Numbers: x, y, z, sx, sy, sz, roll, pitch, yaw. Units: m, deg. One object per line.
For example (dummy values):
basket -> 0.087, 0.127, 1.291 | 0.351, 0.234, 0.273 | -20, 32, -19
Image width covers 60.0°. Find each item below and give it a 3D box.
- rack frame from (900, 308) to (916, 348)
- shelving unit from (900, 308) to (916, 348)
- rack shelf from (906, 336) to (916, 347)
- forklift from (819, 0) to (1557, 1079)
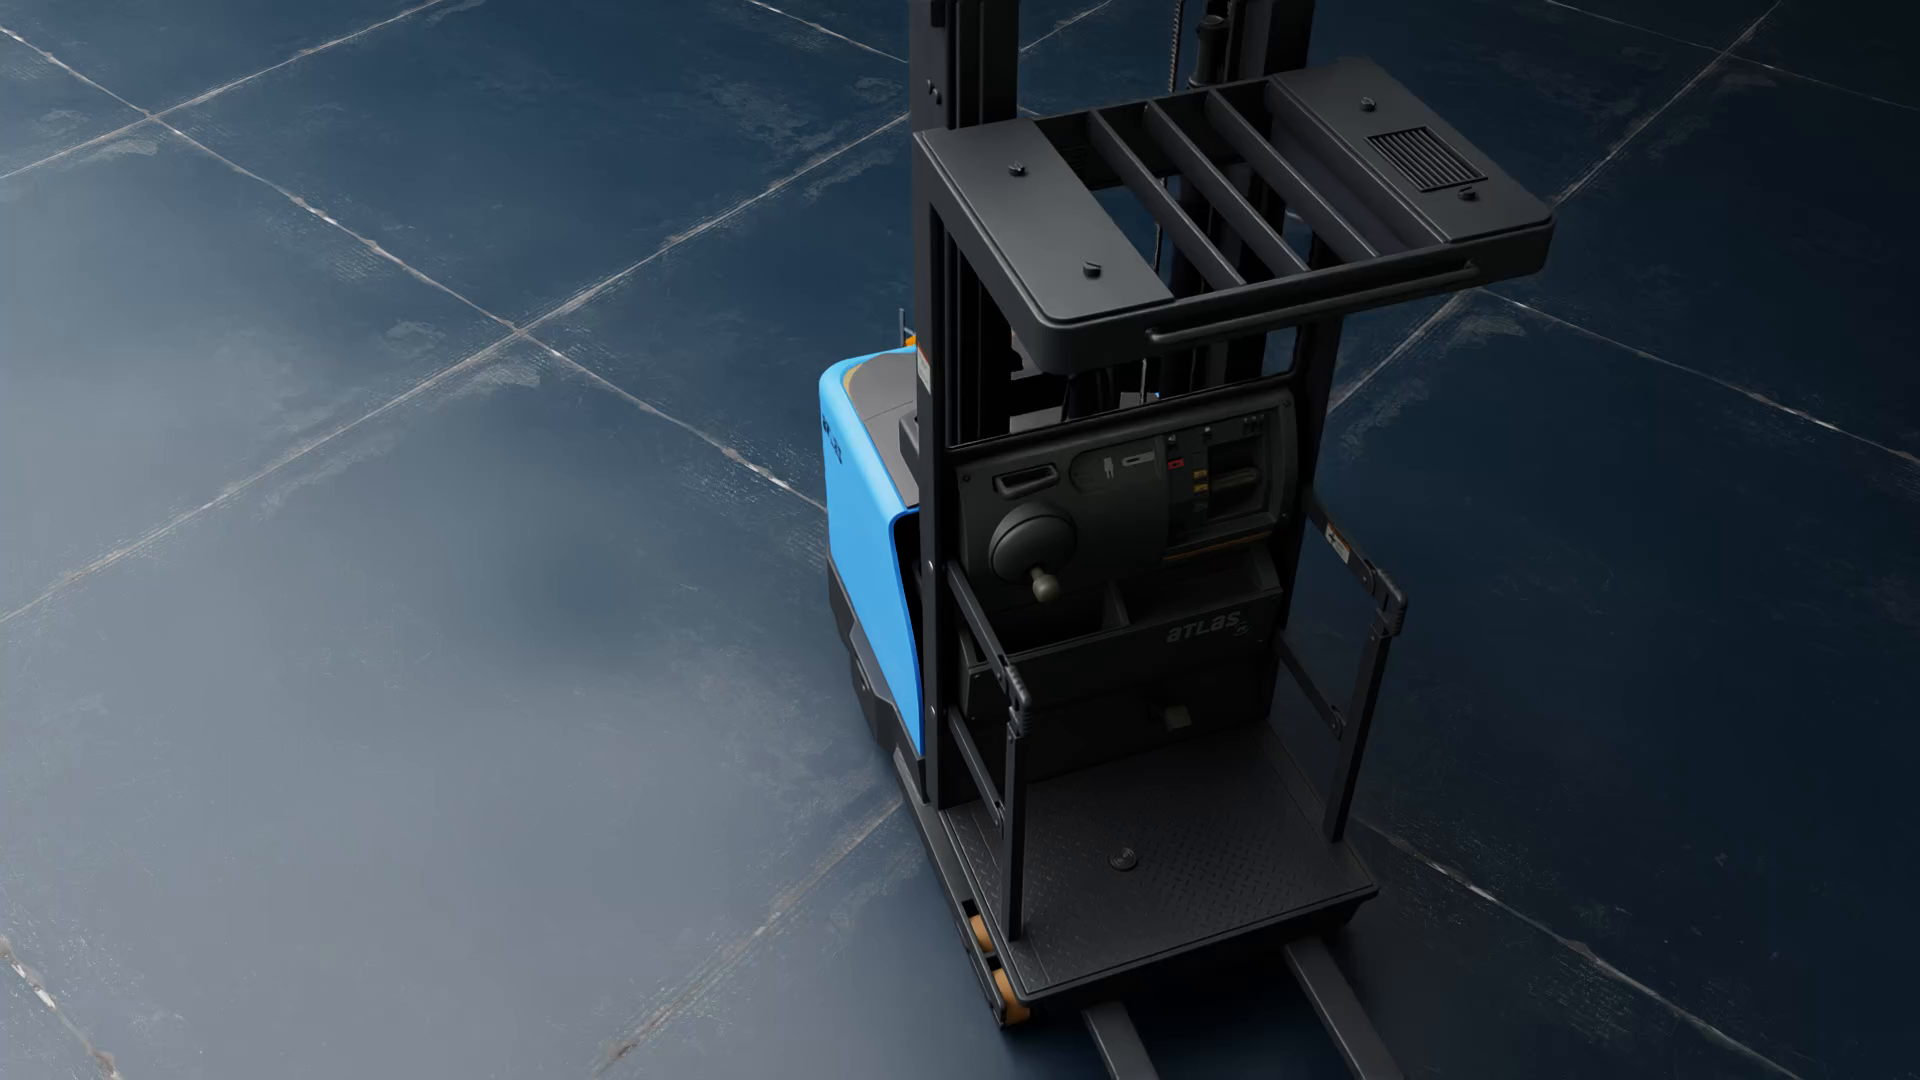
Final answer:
rack frame -> -0.127, -0.336, 5.839 | 0.200, 1.050, 0.008 | 33, 52, 31
shelving unit -> -0.042, -0.395, 5.904 | 0.215, 1.050, 0.252 | 33, 52, 31
rack shelf -> -0.042, -0.597, 5.720 | 0.215, 0.259, 0.240 | 33, 52, 31
forklift -> 0.513, -0.025, 4.099 | 1.130, 2.935, 3.031 | -14, 44, -14
